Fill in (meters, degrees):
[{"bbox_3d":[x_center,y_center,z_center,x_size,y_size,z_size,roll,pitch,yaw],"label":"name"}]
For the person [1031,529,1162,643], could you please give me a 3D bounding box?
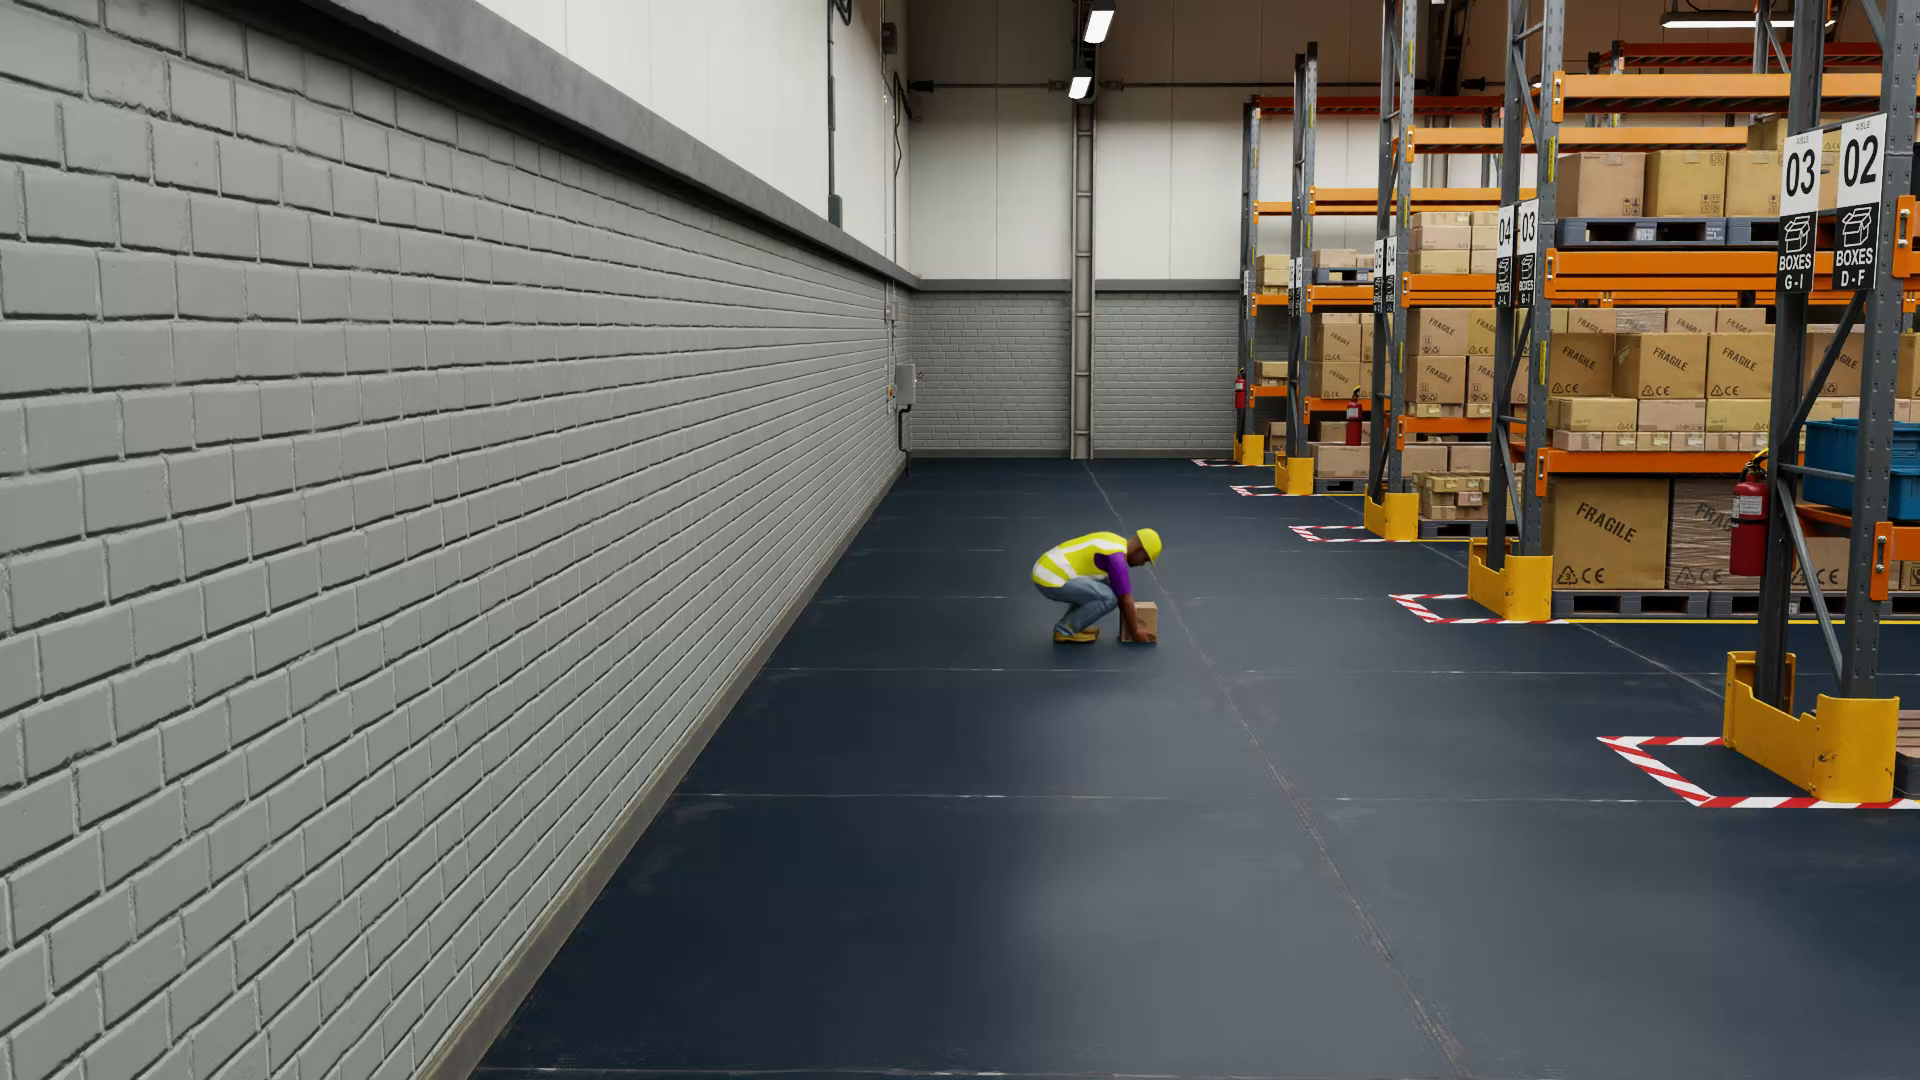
[{"bbox_3d":[0.986,0.349,12.030,0.943,0.863,0.537,0,7,0],"label":"person"}]
